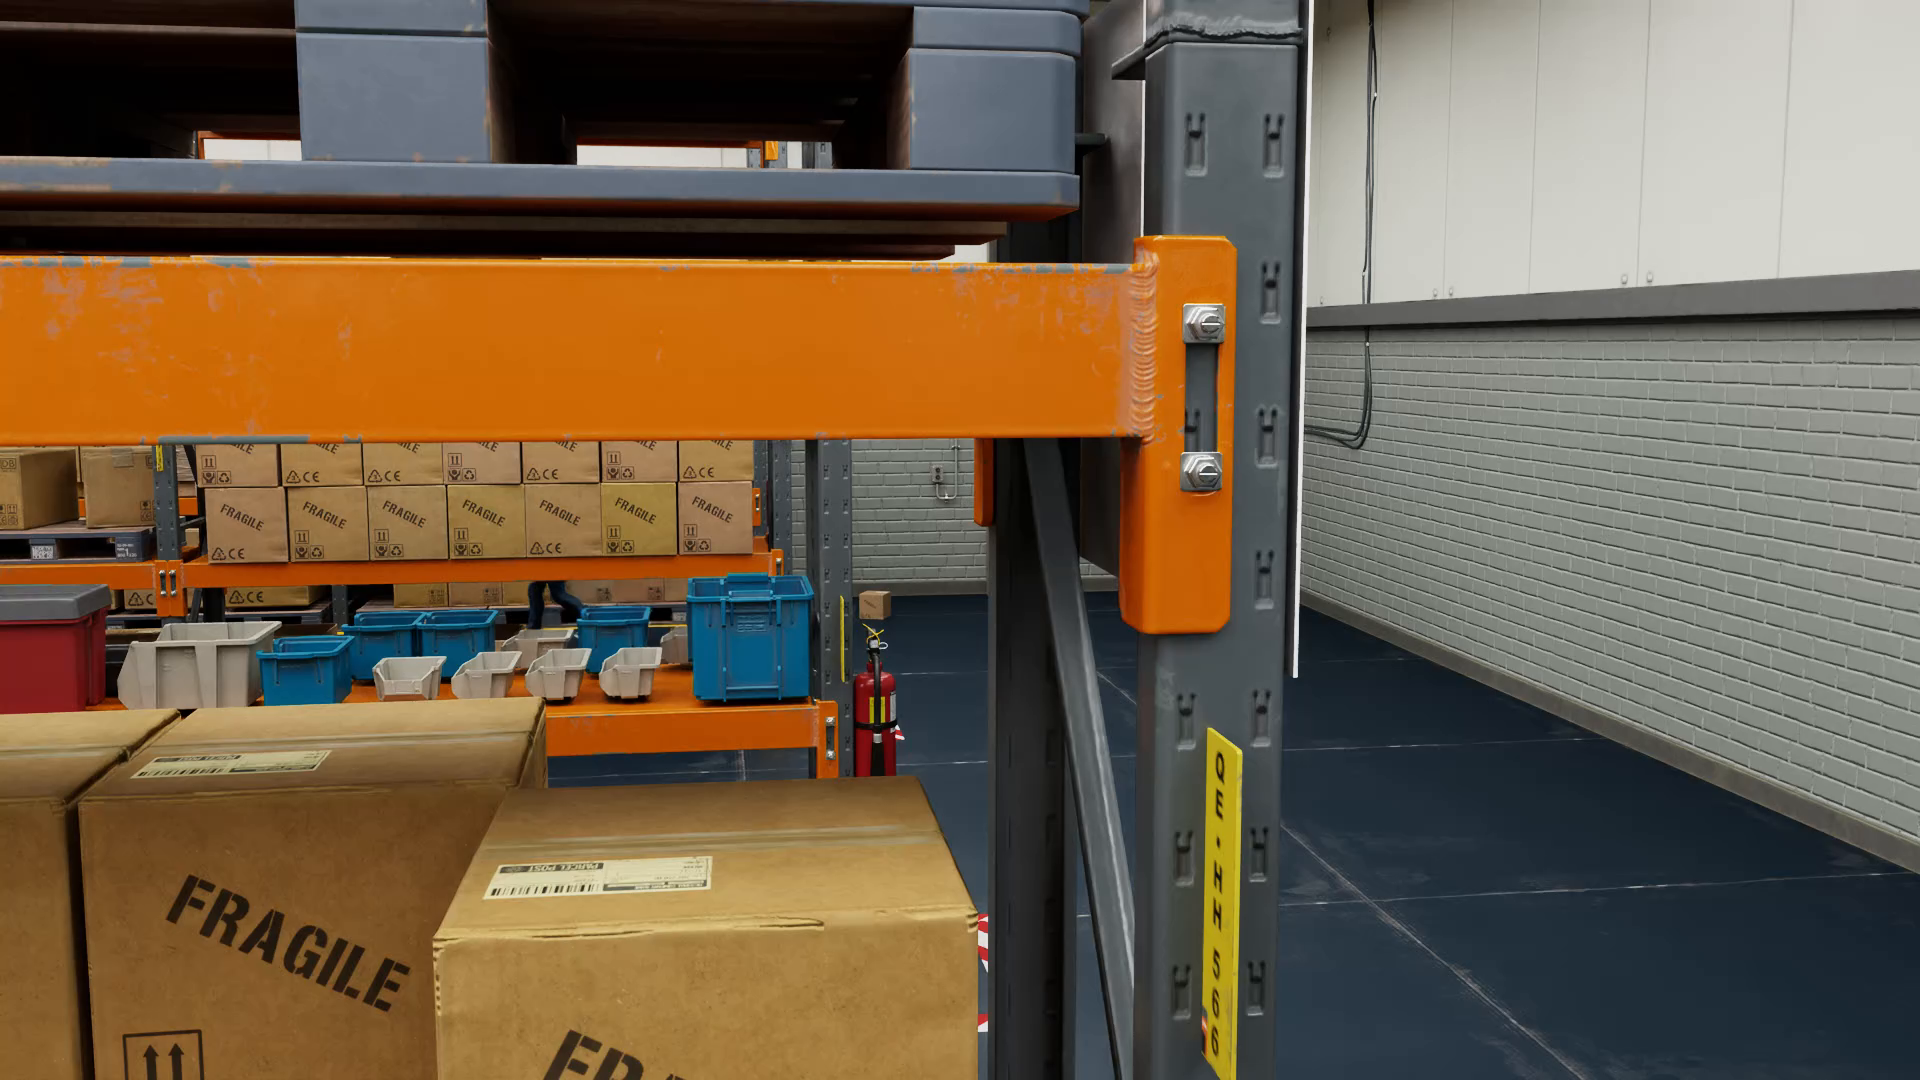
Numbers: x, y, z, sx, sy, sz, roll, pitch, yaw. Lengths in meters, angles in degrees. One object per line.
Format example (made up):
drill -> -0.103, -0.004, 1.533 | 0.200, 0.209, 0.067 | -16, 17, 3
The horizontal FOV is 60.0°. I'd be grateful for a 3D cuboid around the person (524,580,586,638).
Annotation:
person -> -3.675, 0.168, 15.000 | 0.857, 1.559, 0.427 | -1, 7, -9
